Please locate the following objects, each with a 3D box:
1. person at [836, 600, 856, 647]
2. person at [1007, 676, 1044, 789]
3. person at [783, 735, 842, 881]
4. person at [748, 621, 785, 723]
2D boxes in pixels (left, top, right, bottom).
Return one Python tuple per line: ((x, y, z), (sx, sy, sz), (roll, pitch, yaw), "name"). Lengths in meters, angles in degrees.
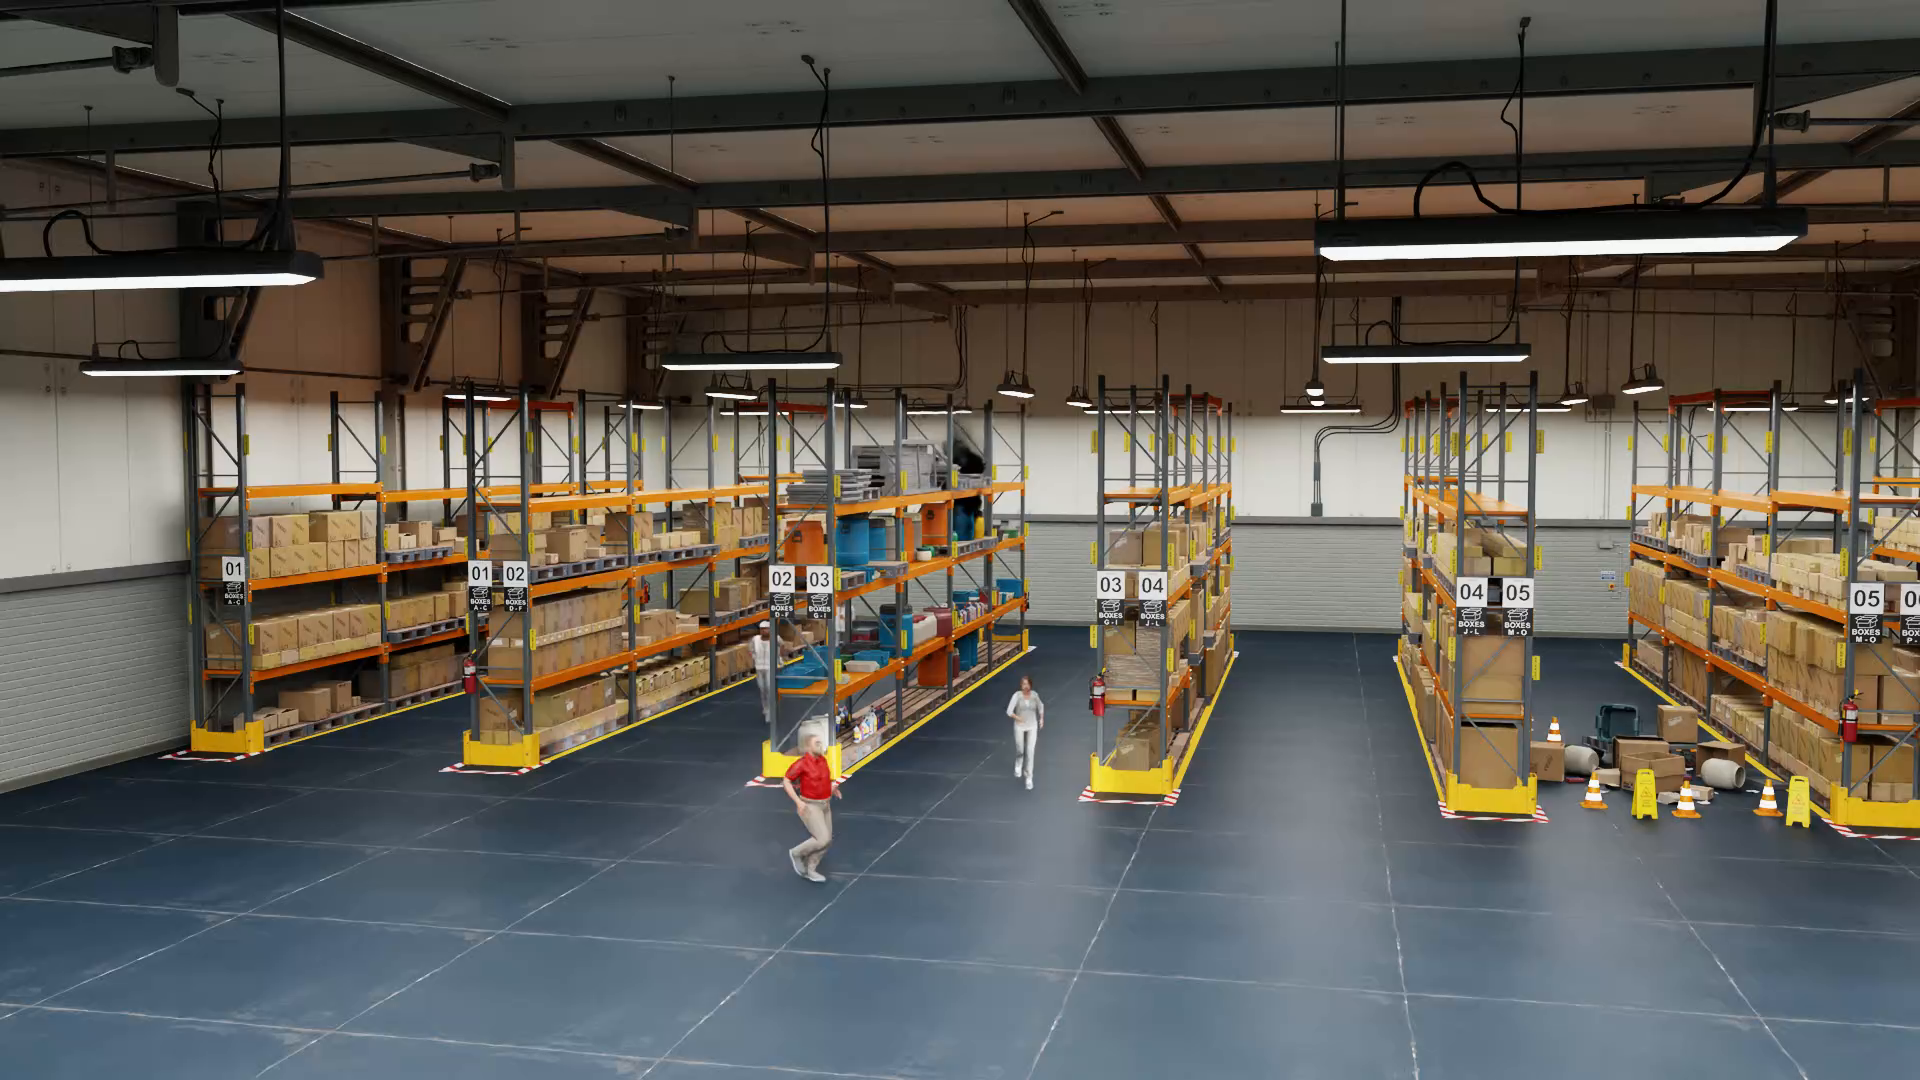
((-2.599, 2.017, 36.510), (0.636, 1.815, 0.850), (0, 3, 4), "person")
((0.969, 2.803, 24.531), (0.565, 1.613, 0.772), (0, 3, -5), "person")
((-1.633, 3.073, 19.031), (0.590, 1.686, 0.657), (2, 4, 32), "person")
((-3.545, 2.376, 30.315), (0.614, 1.830, 0.868), (1, 3, 9), "person")
